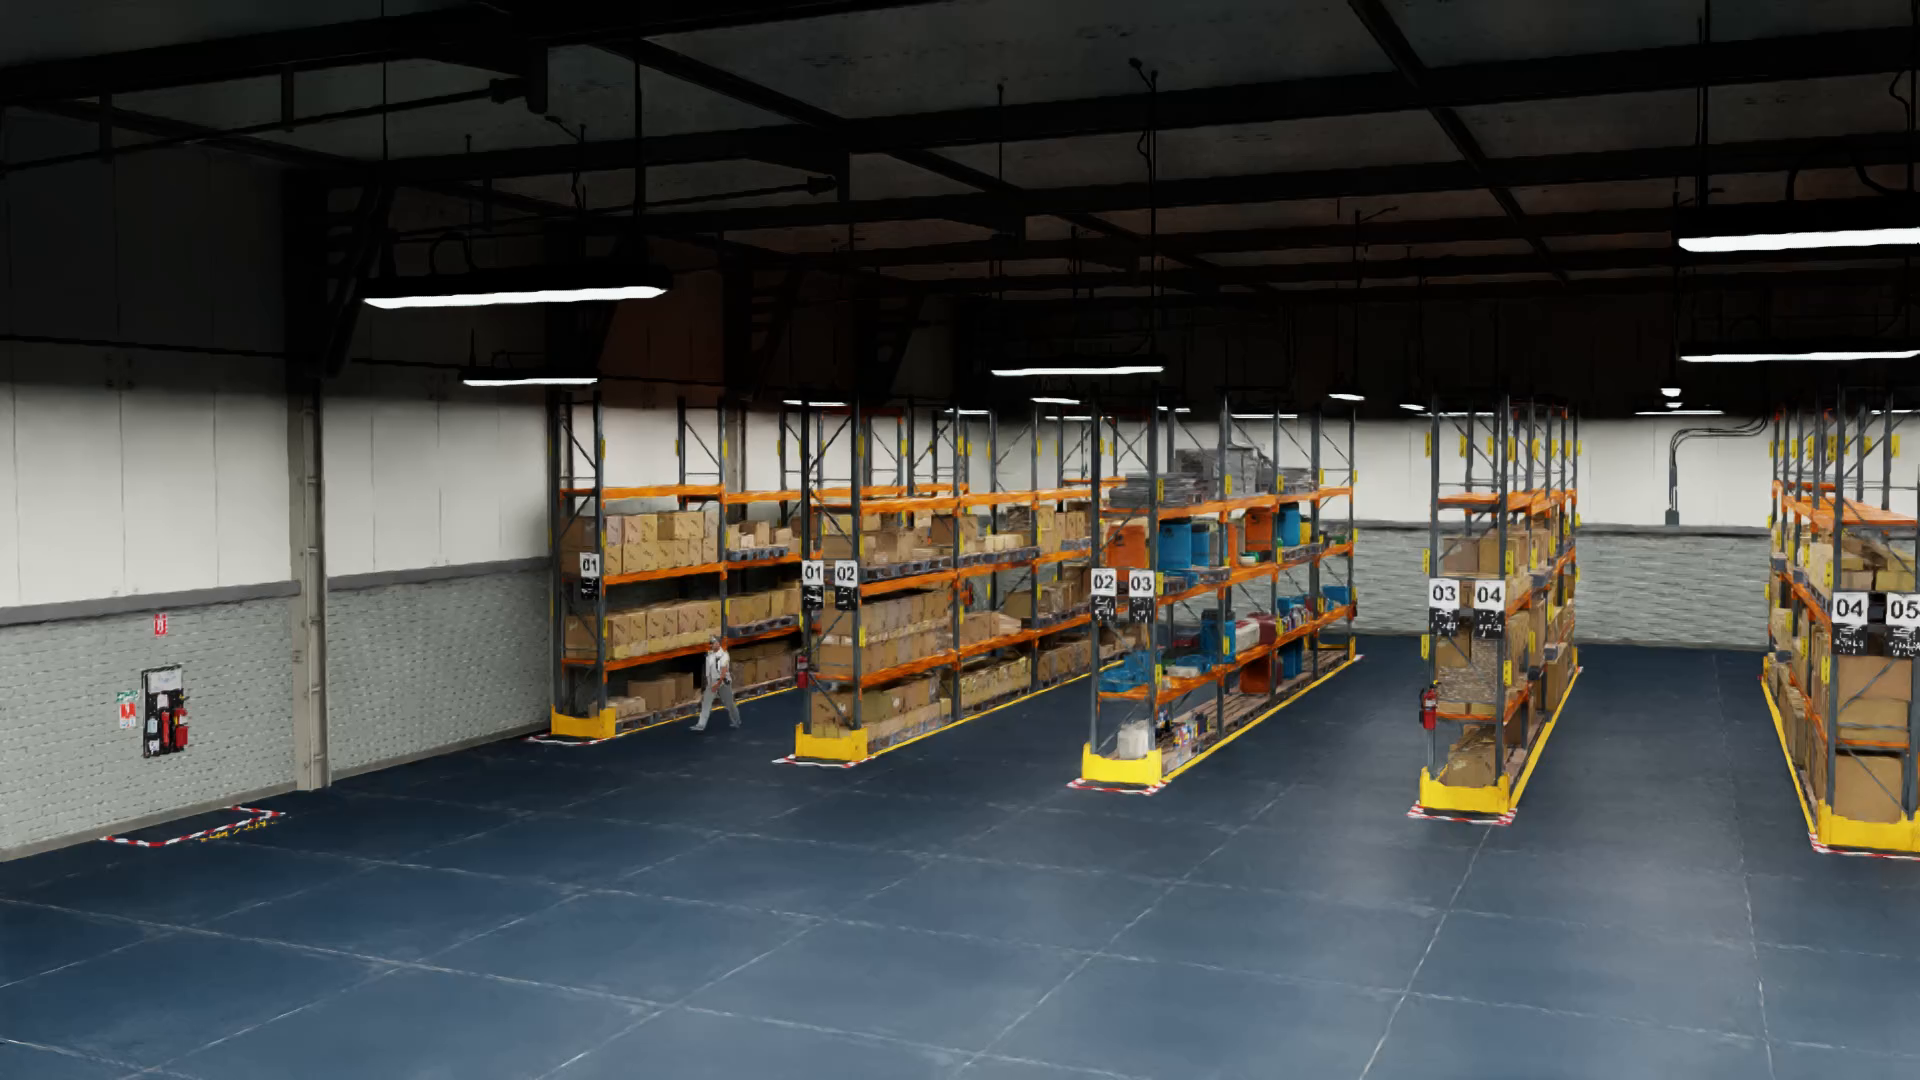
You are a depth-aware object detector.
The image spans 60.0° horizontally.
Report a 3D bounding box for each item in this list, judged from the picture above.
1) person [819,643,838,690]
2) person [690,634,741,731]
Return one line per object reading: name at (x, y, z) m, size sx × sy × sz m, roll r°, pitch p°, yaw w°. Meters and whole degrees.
person at (-2.622, 2.315, 33.718) m, size 0.448 × 1.617 × 0.996 m, roll 1°, pitch 3°, yaw 16°
person at (-4.292, 2.508, 29.408) m, size 0.533 × 1.707 × 1.040 m, roll 2°, pitch 4°, yaw 32°
